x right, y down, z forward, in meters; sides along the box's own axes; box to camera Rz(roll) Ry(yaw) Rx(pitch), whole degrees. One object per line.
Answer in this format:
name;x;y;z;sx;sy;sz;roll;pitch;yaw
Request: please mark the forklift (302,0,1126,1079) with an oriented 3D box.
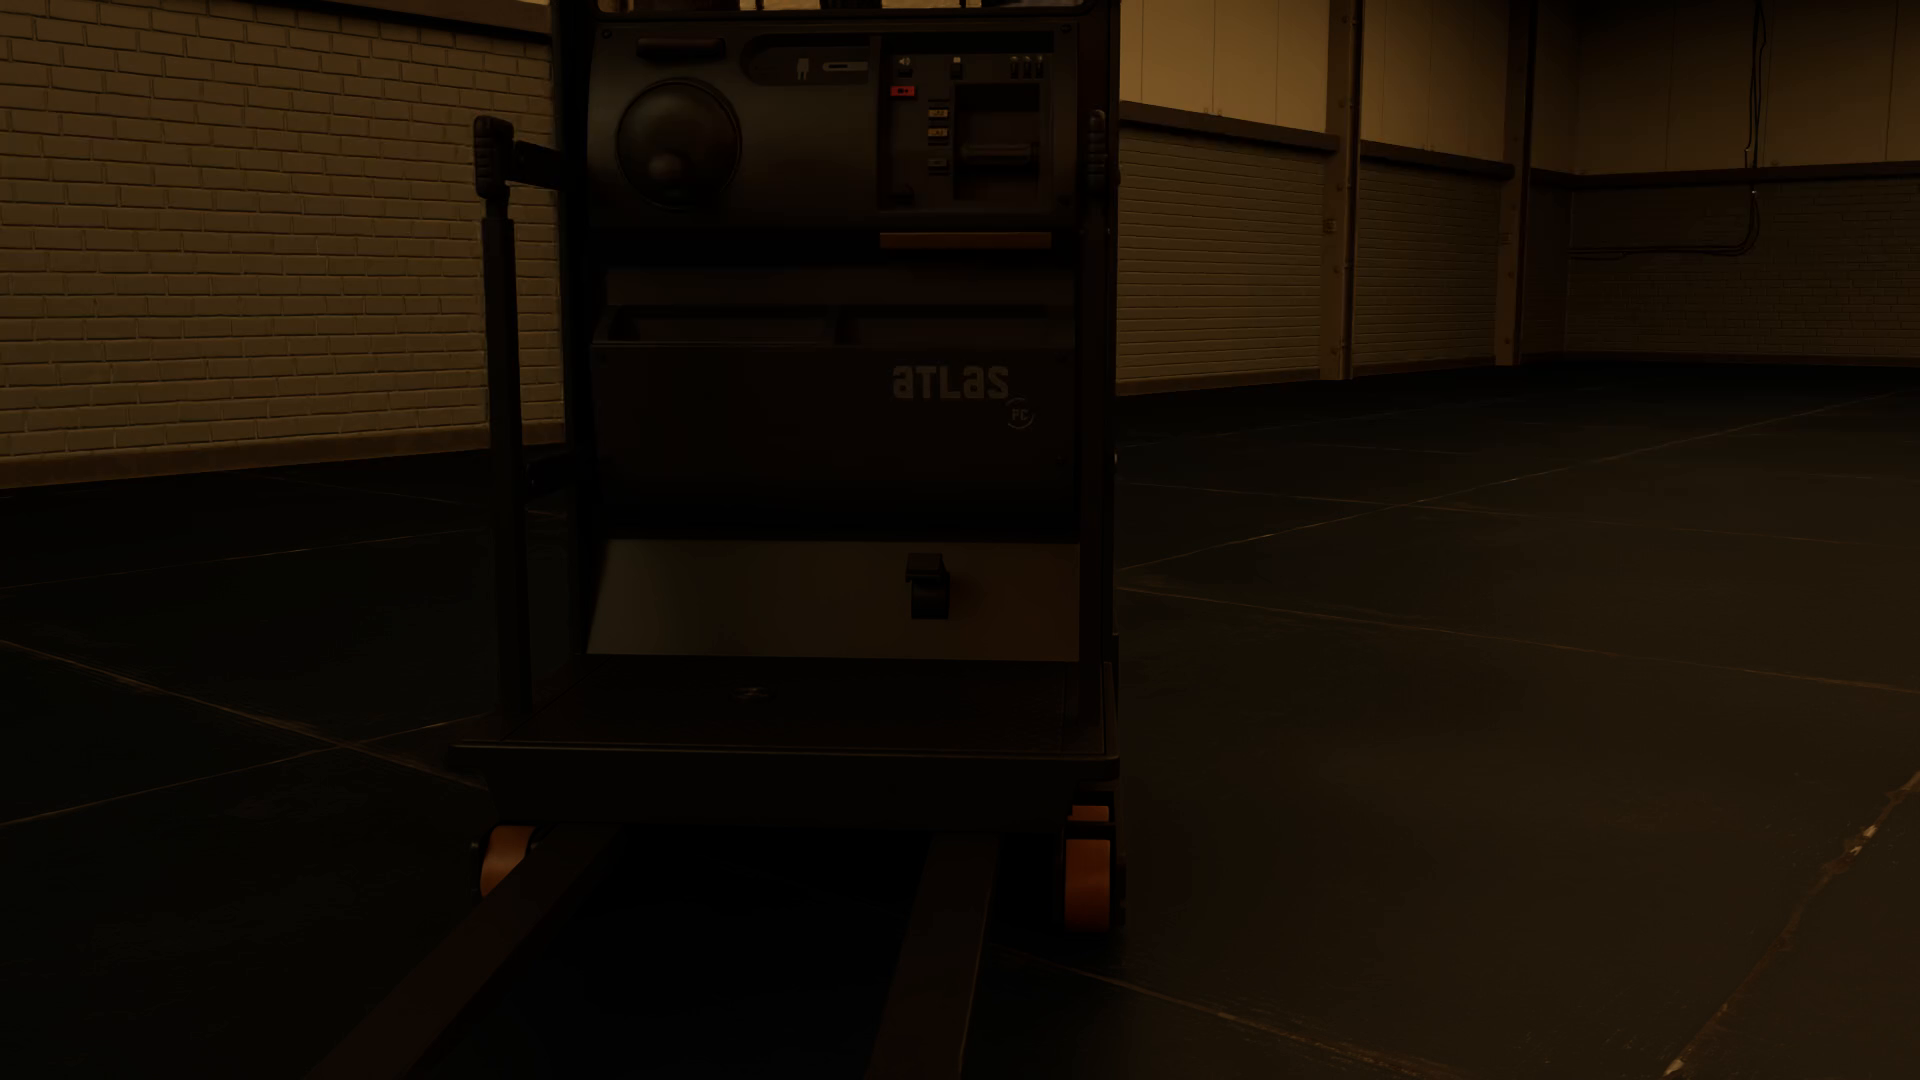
forklift;-0.256;-0.829;2.947;1.130;2.935;3.031;1;8;4
